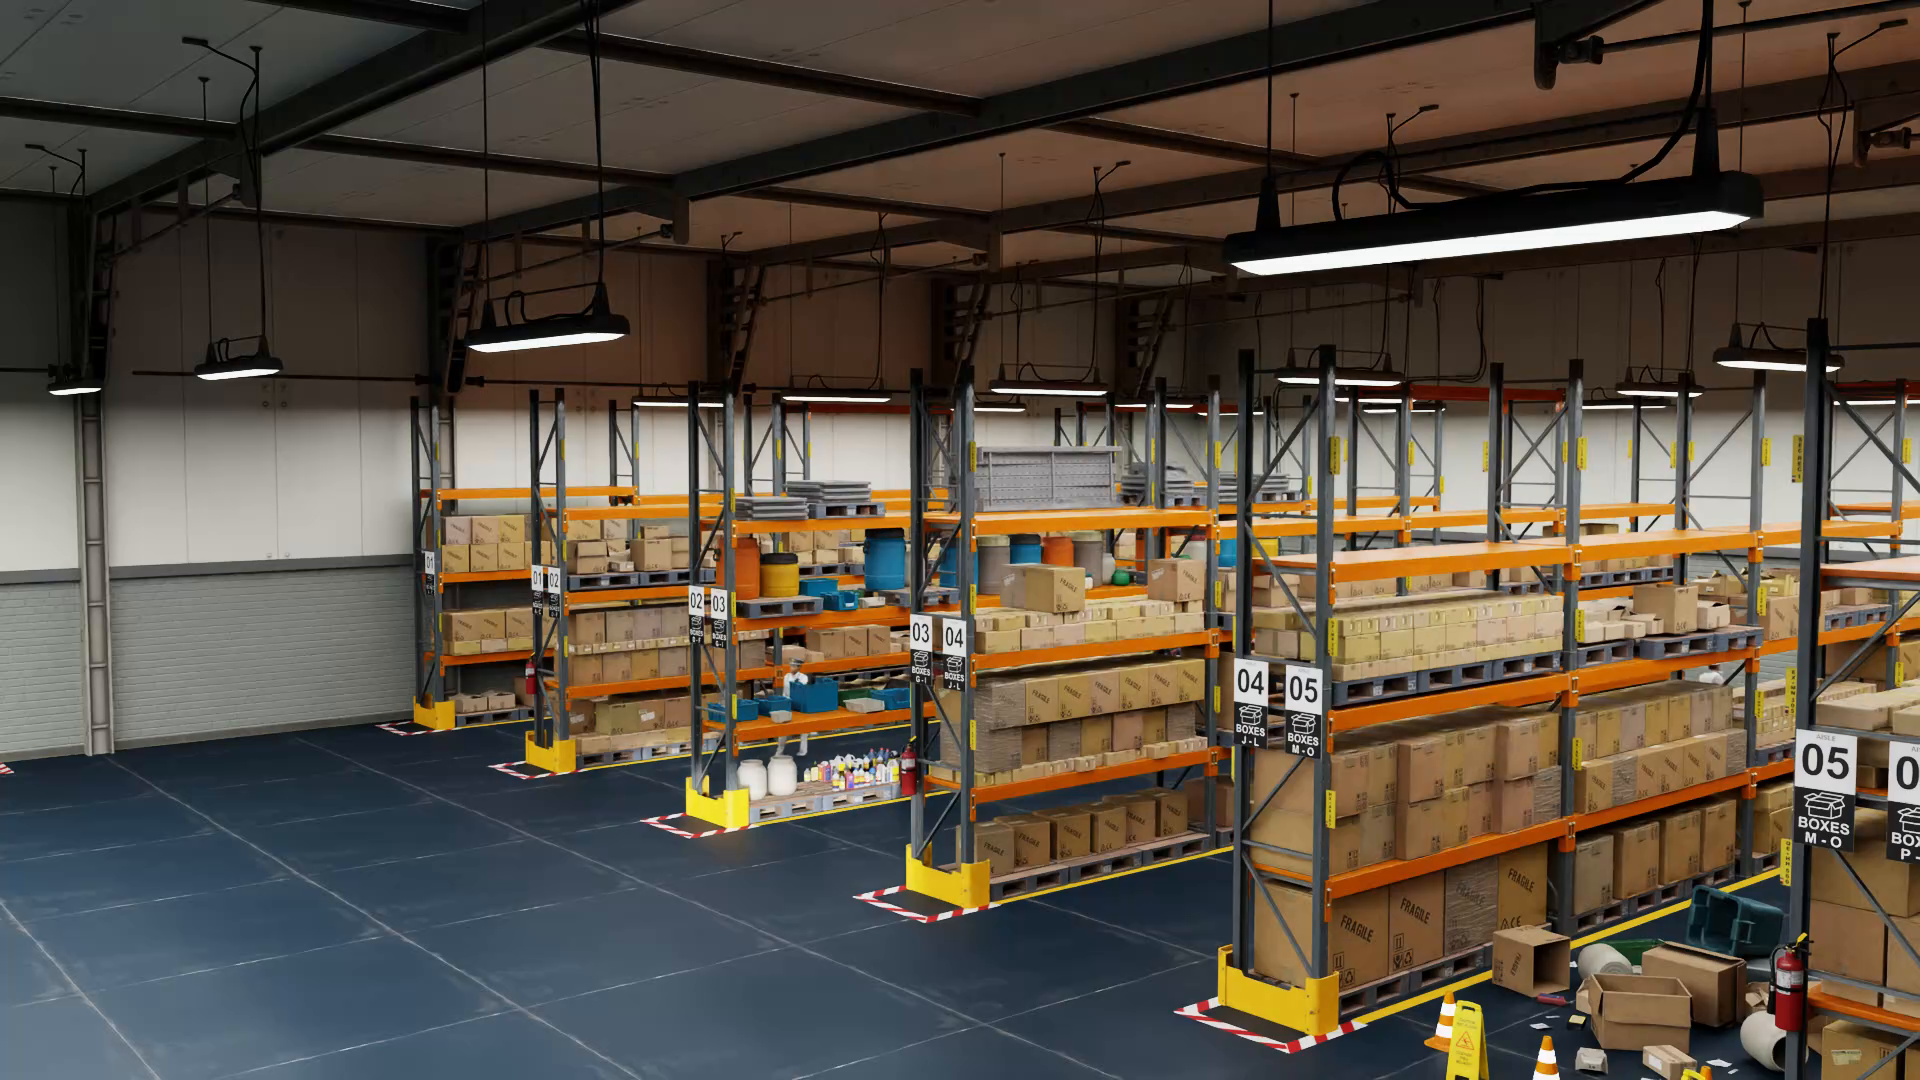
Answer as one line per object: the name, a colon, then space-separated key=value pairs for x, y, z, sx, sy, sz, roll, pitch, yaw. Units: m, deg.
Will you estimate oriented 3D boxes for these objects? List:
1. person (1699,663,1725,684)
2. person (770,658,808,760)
person: x=12.057 y=2.709 z=26.482 sx=0.453 sy=1.773 sz=0.641 roll=-1 pitch=3 yaw=-13
person: x=-2.714 y=2.728 z=27.017 sx=0.509 sy=1.647 sz=0.859 roll=1 pitch=3 yaw=15
